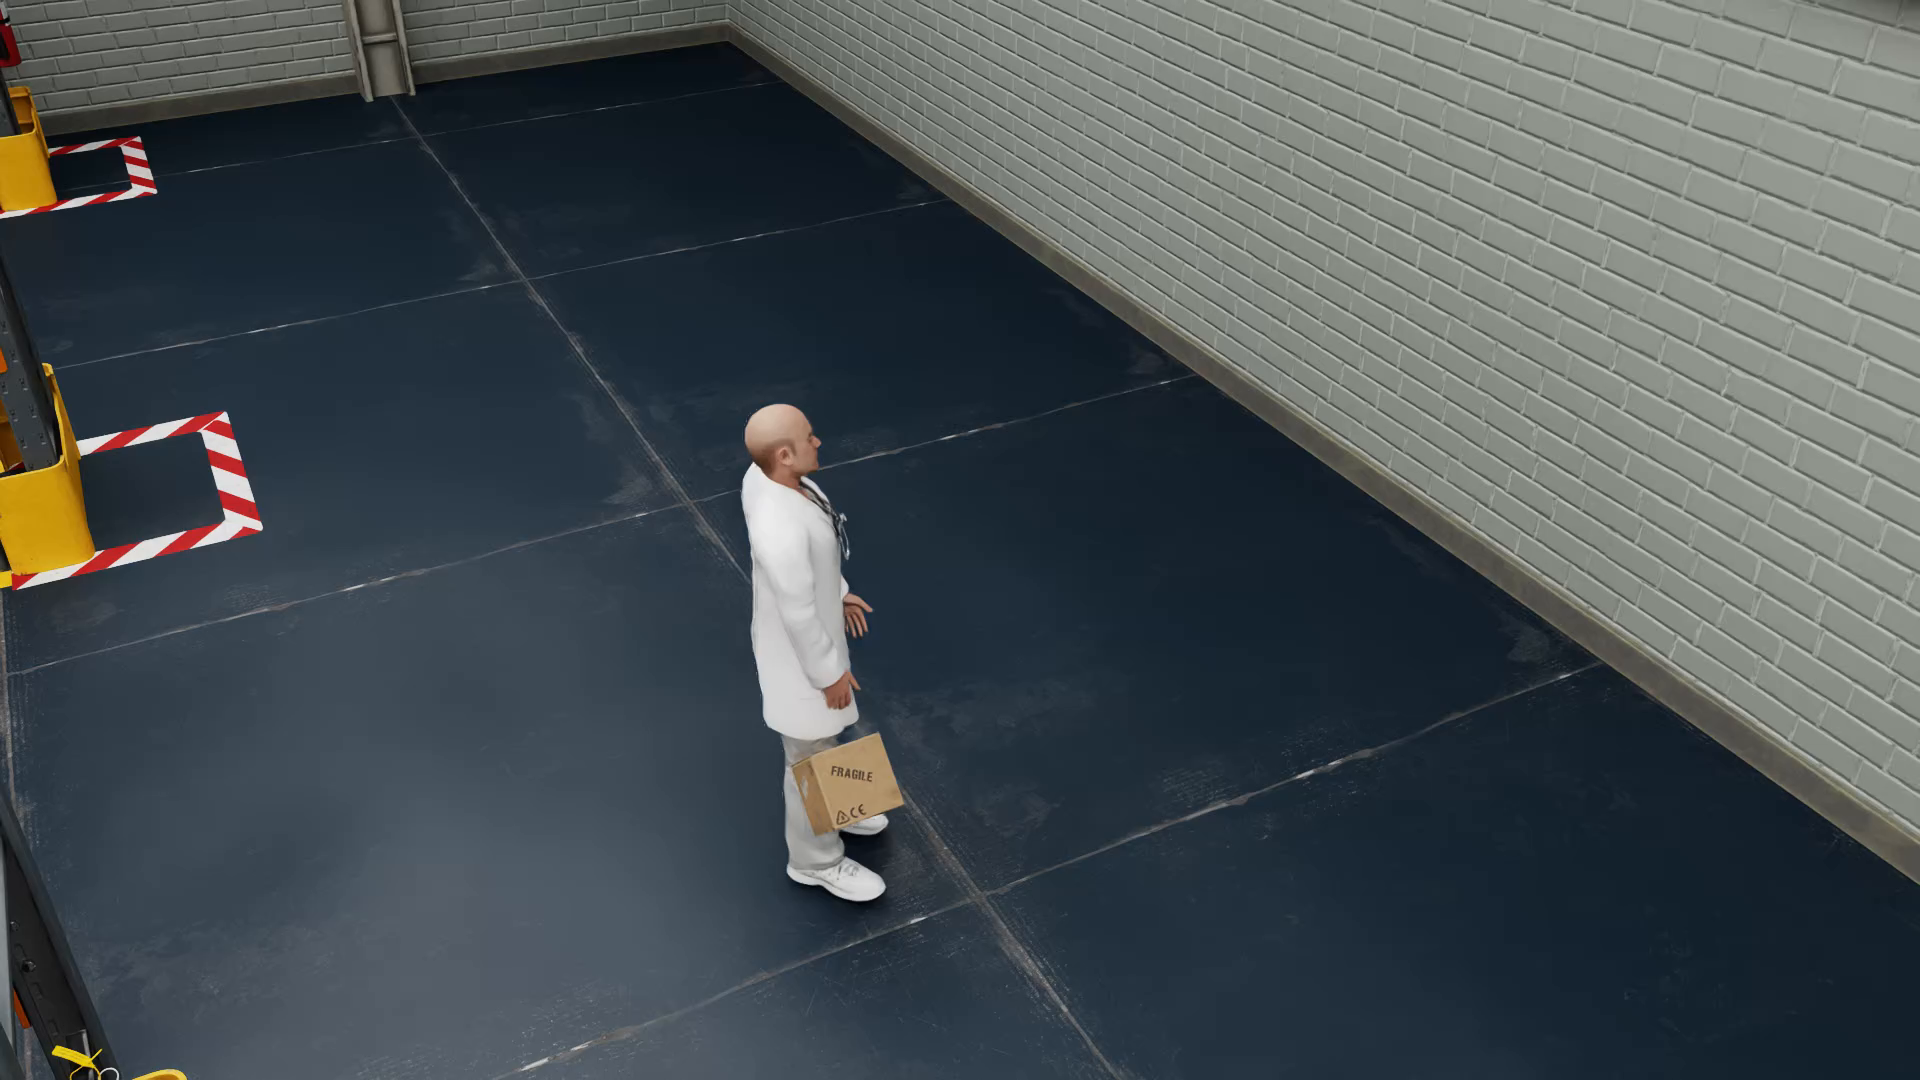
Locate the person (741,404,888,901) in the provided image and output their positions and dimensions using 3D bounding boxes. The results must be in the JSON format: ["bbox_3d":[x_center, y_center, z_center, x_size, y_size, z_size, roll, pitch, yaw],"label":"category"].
[{"bbox_3d":[-0.469,0.363,5.541,0.439,1.794,0.604,-6,33,-9],"label":"person"}]
